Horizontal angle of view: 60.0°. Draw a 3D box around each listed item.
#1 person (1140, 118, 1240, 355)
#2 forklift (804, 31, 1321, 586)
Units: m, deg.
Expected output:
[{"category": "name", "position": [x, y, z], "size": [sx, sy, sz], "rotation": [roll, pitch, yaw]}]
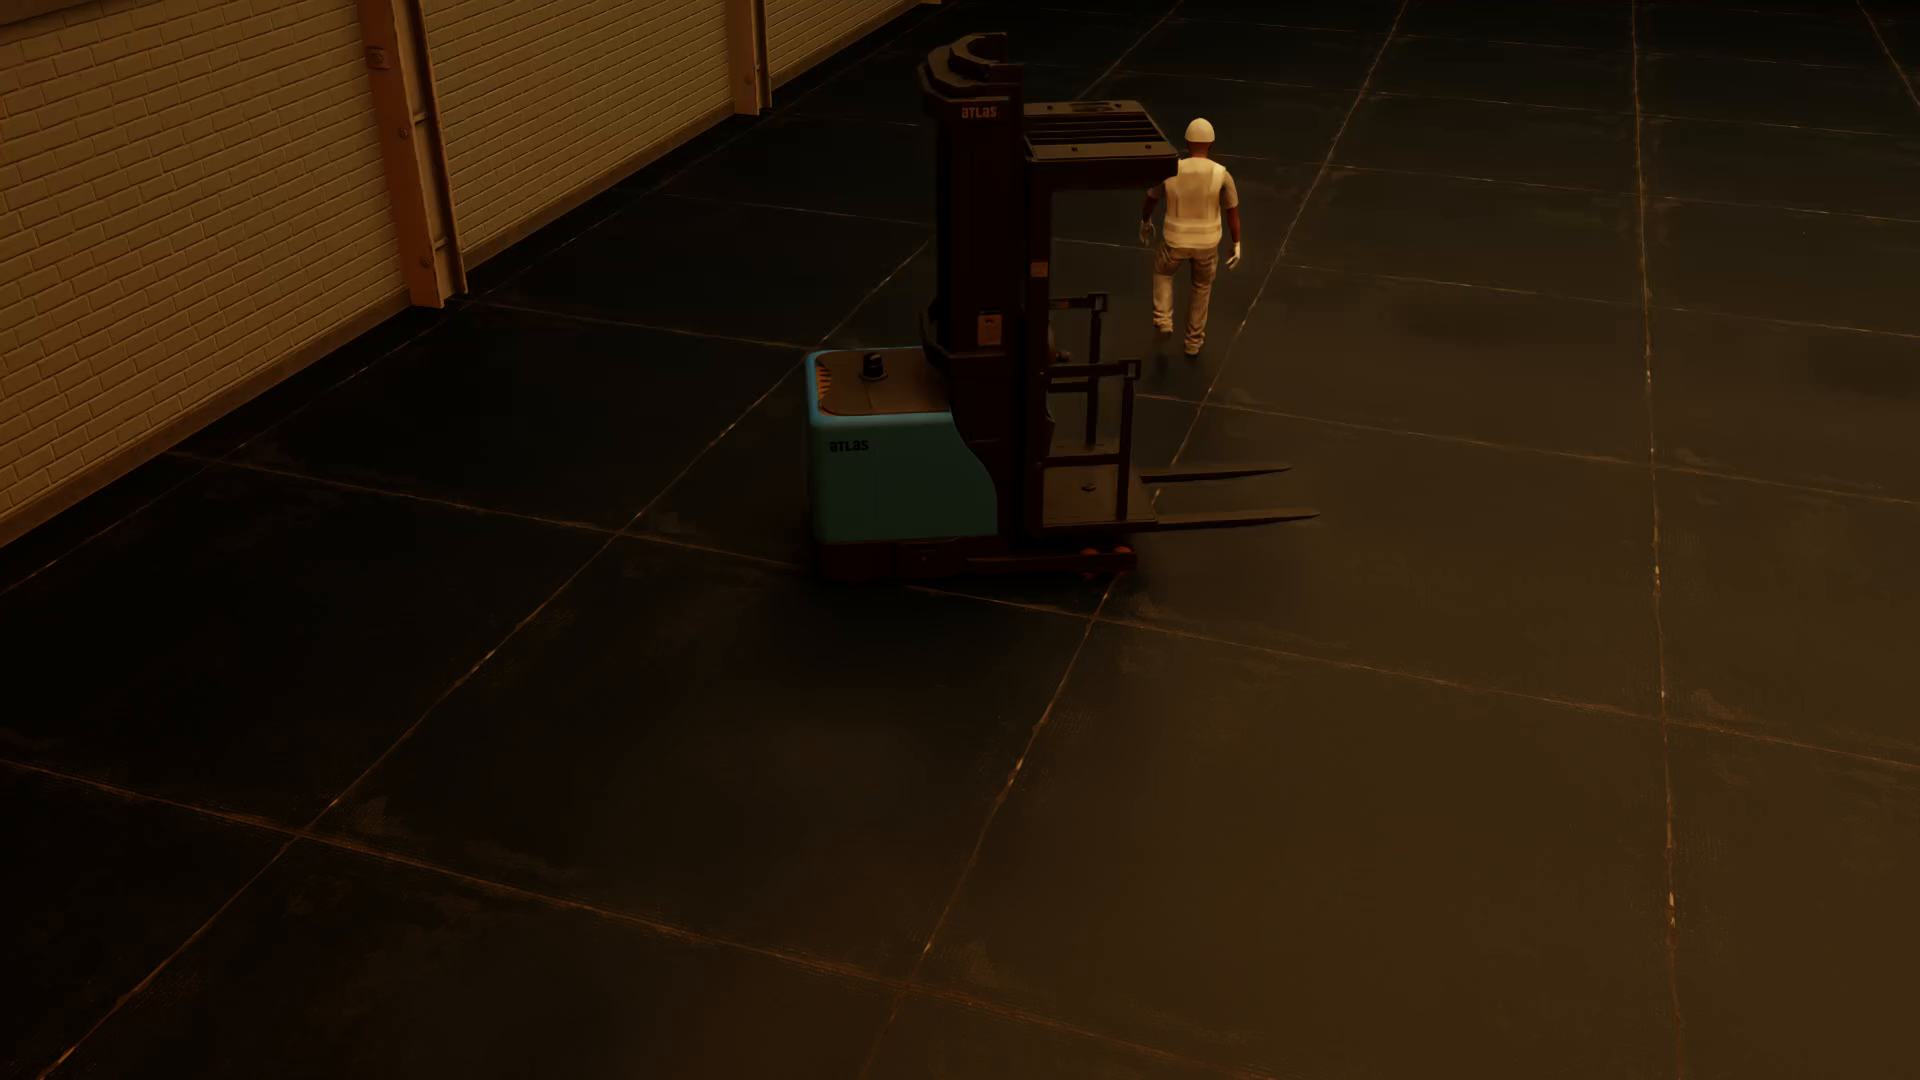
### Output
[{"category": "person", "position": [1.686, -2.216, 12.203], "size": [0.748, 1.764, 0.483], "rotation": [5, 30, 8]}, {"category": "forklift", "position": [0.611, -1.314, 9.442], "size": [3.031, 2.935, 1.130], "rotation": [-3, 30, -6]}]
